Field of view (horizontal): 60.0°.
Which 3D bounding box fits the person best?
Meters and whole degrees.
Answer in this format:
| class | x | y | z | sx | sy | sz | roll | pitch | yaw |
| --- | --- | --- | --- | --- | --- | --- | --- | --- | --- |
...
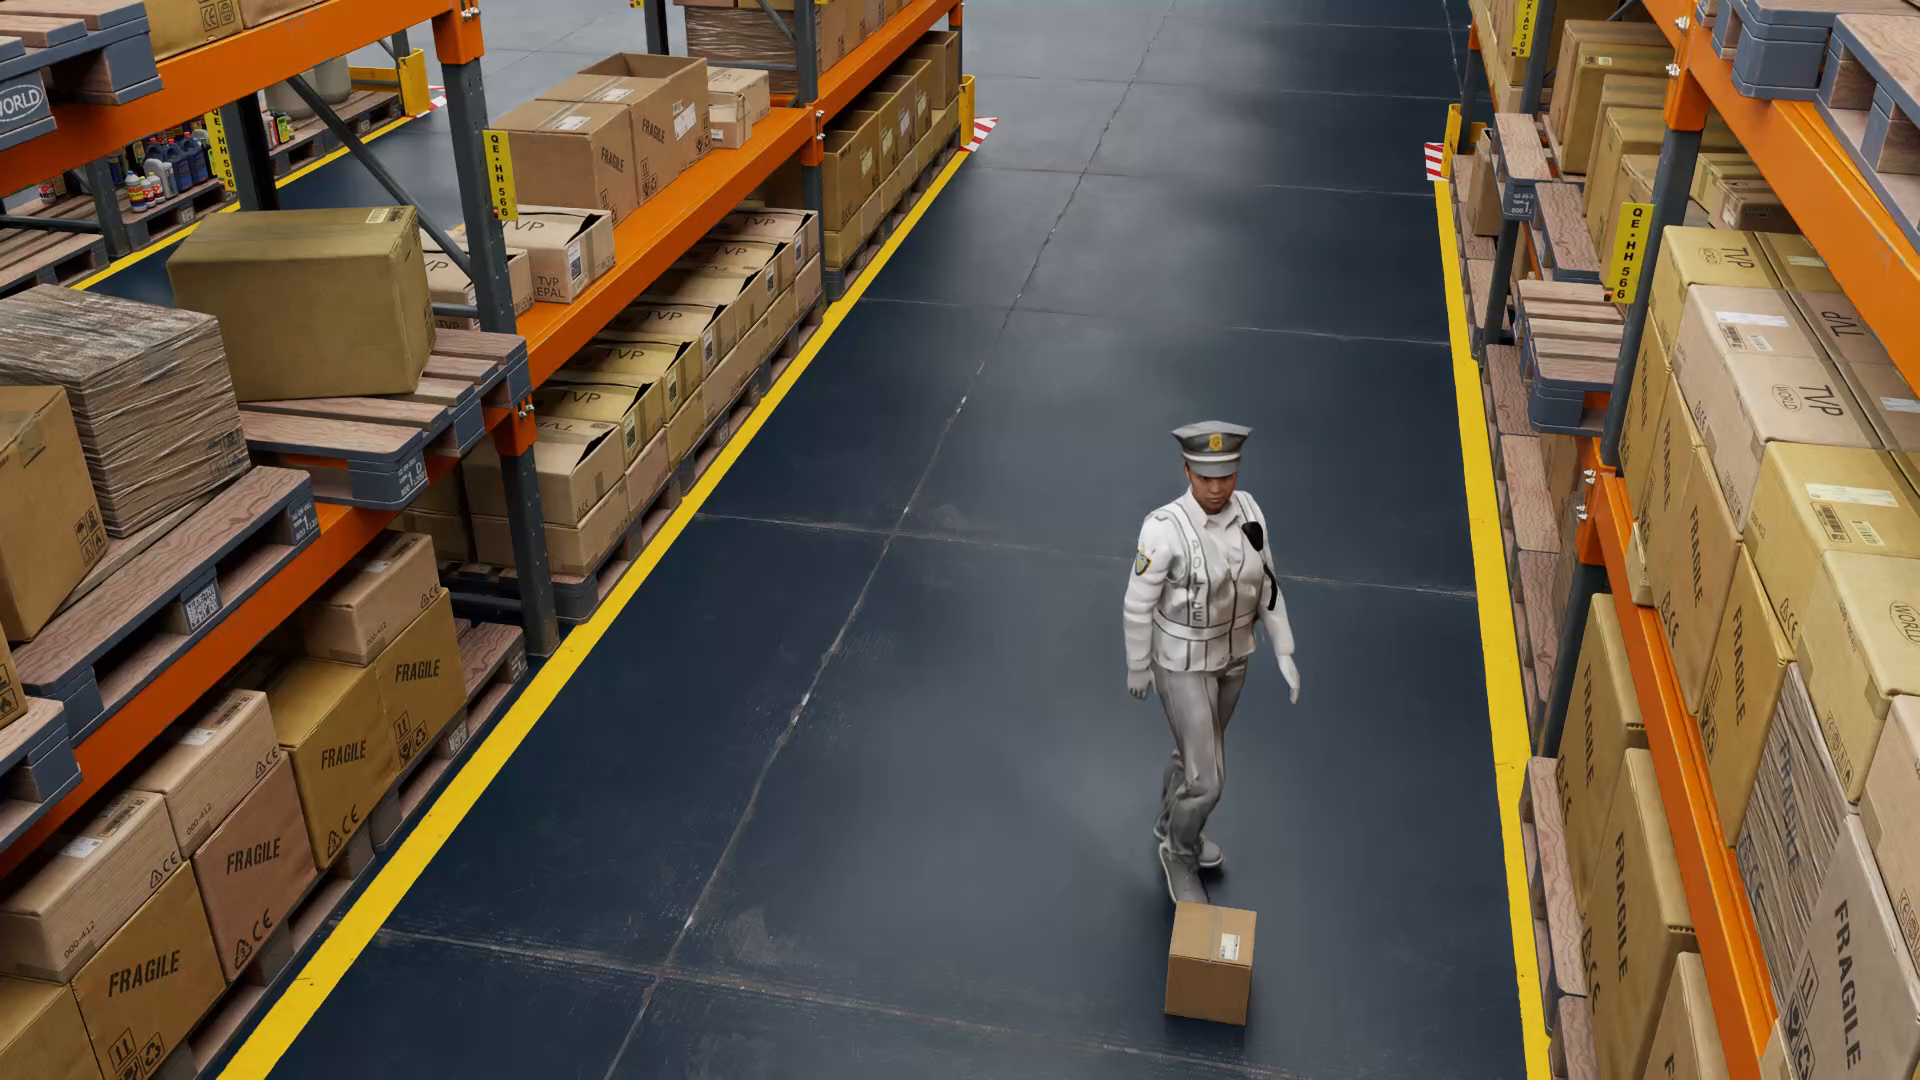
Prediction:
| class | x | y | z | sx | sy | sz | roll | pitch | yaw |
| --- | --- | --- | --- | --- | --- | --- | --- | --- | --- |
| person | 0.816 | 0.432 | 5.352 | 0.502 | 1.744 | 0.478 | -19 | 34 | -31 |
